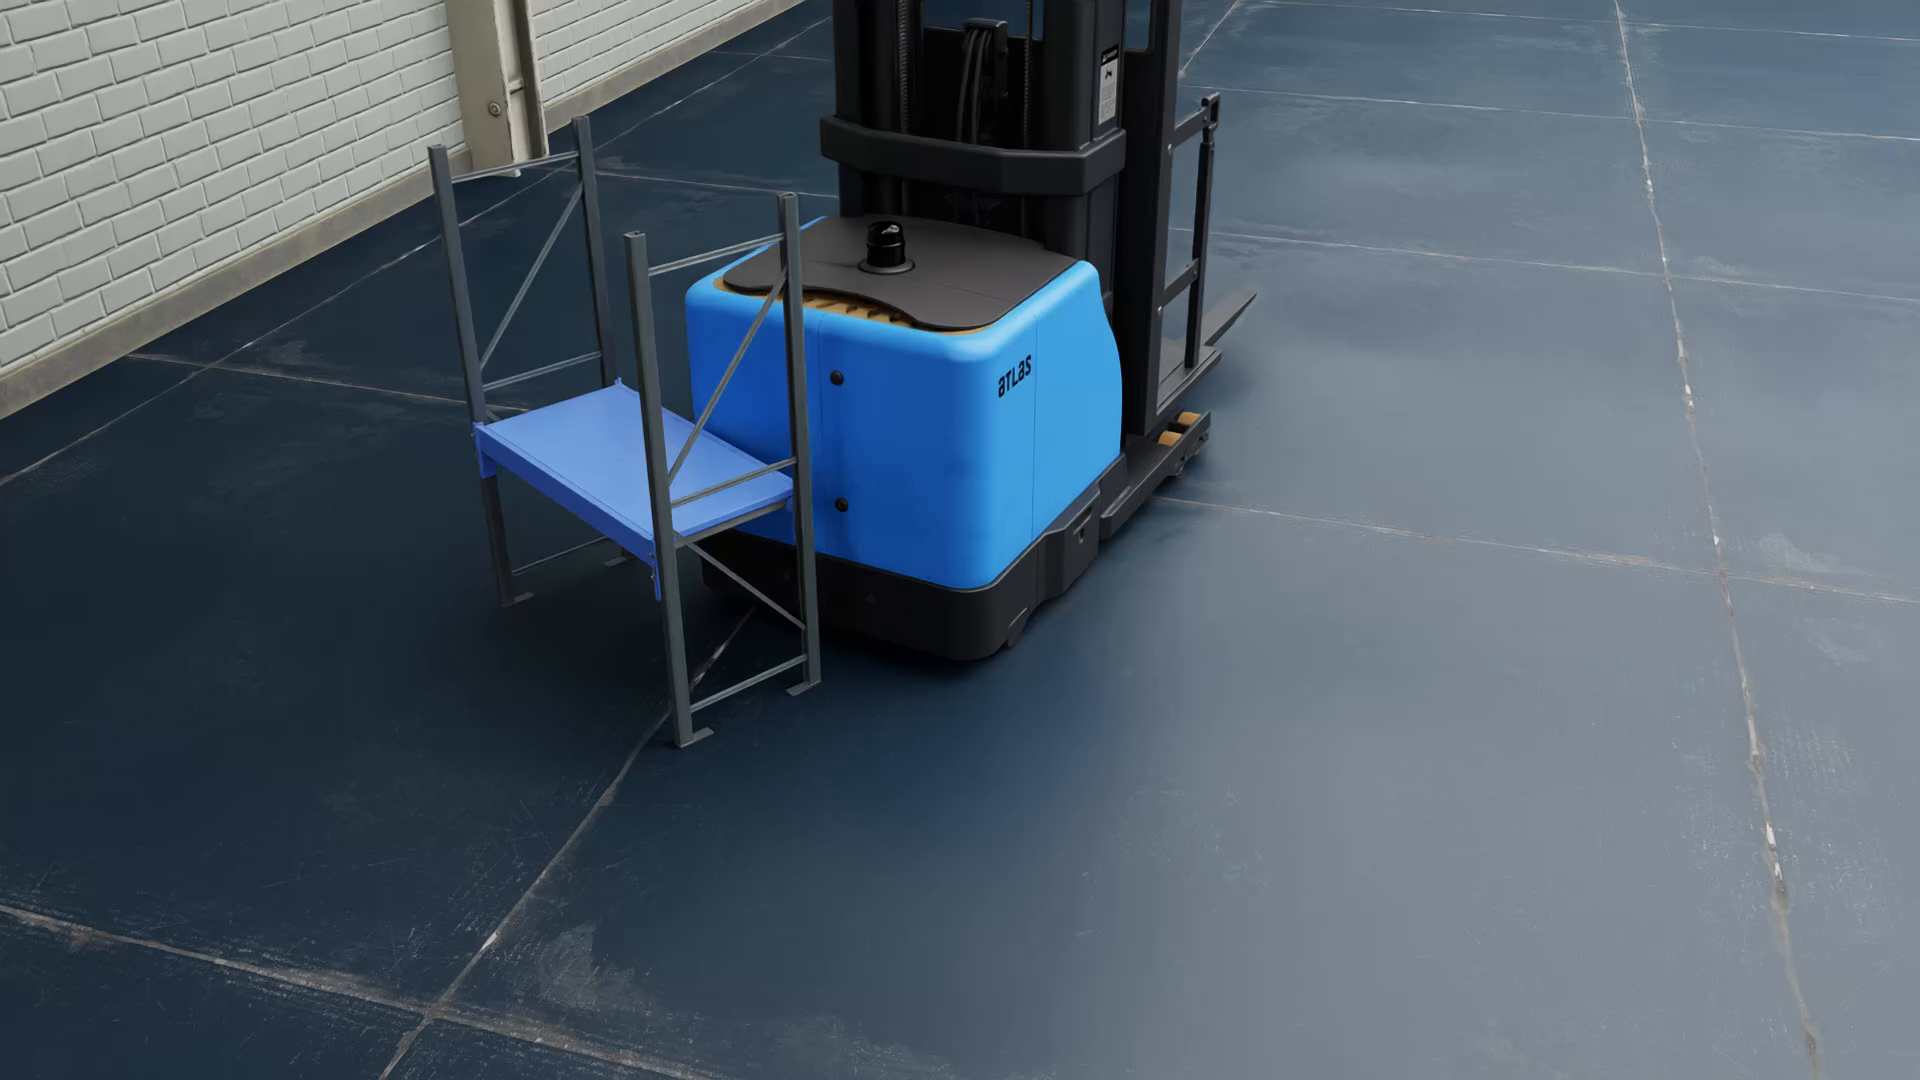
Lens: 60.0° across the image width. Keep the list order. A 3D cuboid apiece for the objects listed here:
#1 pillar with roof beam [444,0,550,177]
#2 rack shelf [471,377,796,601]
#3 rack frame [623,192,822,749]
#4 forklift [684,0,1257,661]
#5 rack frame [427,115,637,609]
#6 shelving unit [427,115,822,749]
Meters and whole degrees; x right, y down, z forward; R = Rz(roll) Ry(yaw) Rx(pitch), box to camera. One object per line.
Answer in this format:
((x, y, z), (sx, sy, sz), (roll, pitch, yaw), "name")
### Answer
((1.501, -5.496, 6.373), (9.100, 9.000, 0.400), (8, 30, 15), "pillar with roof beam")
((-0.951, -0.178, 4.897), (0.538, 0.185, 1.000), (-24, 37, -36), "rack shelf")
((-0.611, -0.152, 4.480), (0.500, 1.500, 0.032), (-24, 37, -36), "rack frame")
((0.299, -1.610, 5.628), (1.130, 2.935, 3.031), (14, 32, 24), "forklift")
((-1.291, -0.519, 5.140), (0.500, 1.500, 0.032), (-24, 37, -36), "rack frame")
((-0.951, -0.335, 4.810), (0.538, 1.500, 1.048), (-24, 37, -36), "shelving unit")
